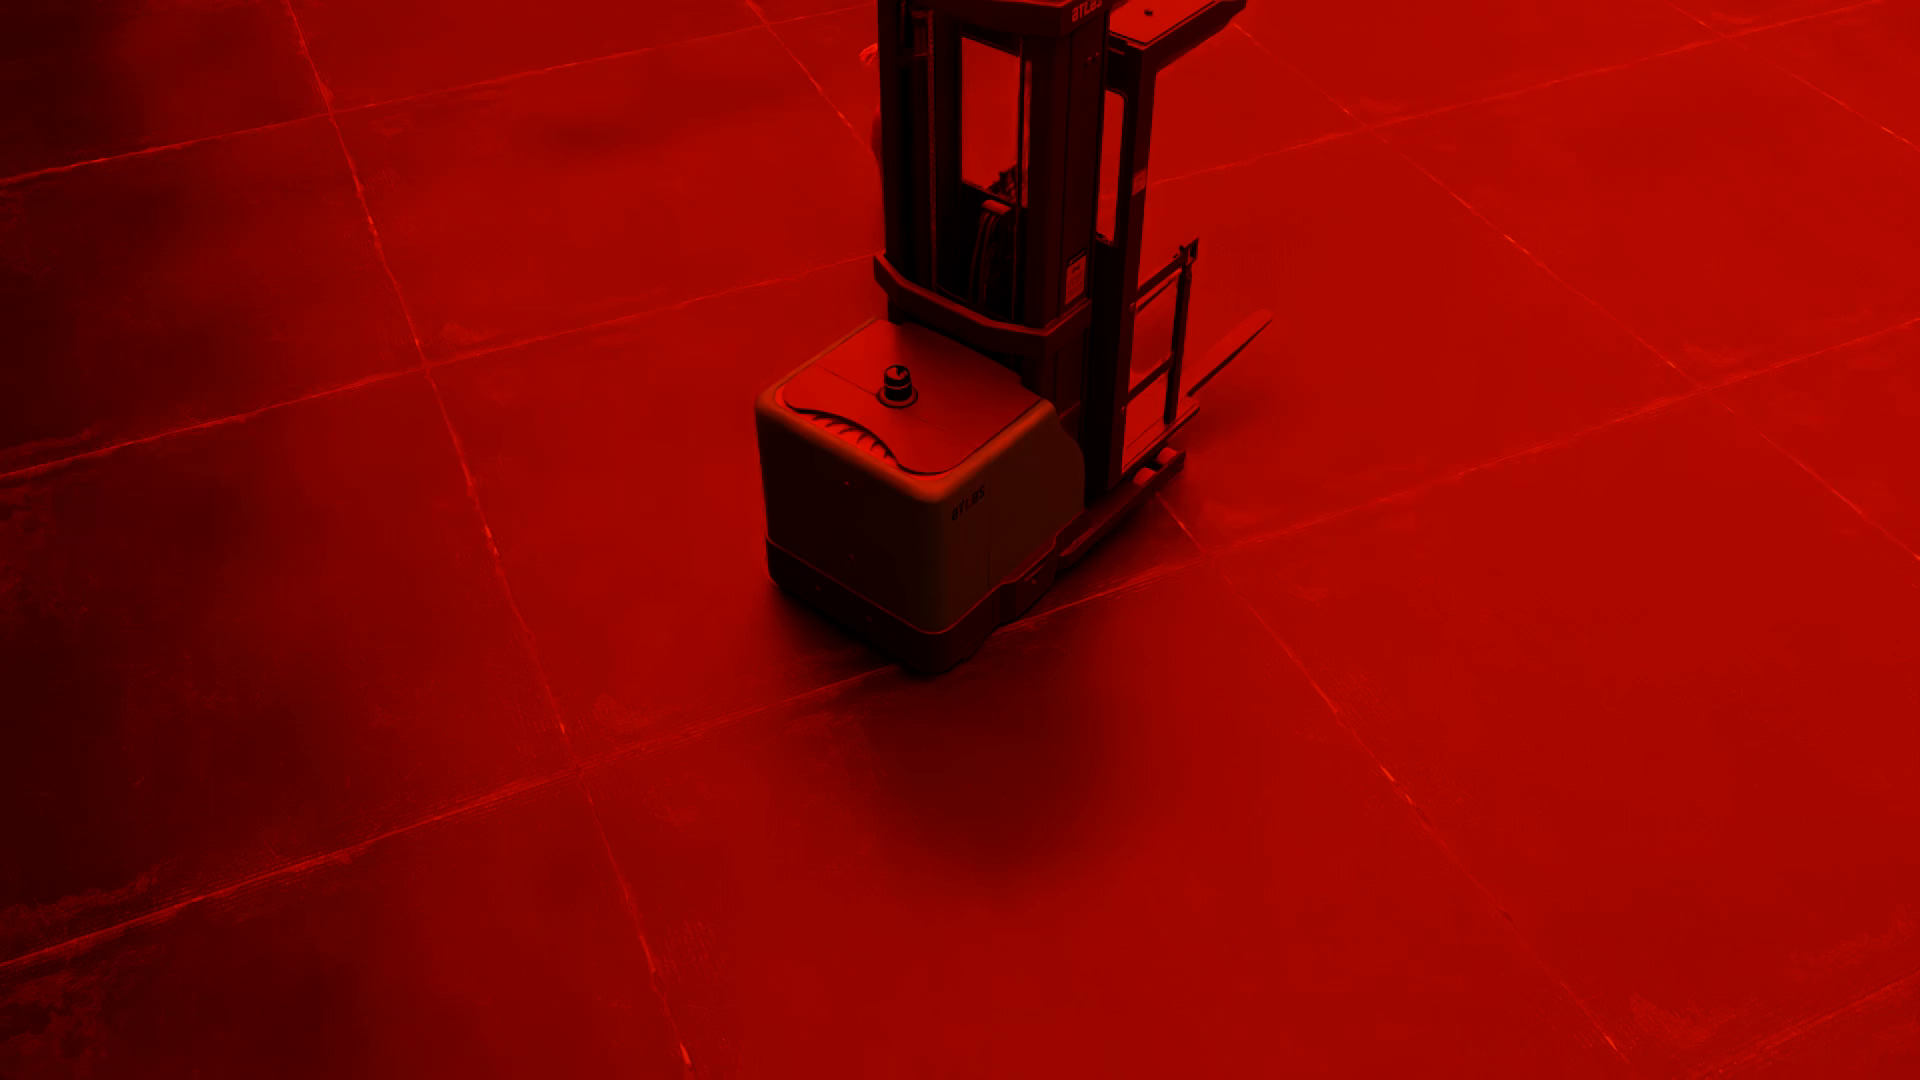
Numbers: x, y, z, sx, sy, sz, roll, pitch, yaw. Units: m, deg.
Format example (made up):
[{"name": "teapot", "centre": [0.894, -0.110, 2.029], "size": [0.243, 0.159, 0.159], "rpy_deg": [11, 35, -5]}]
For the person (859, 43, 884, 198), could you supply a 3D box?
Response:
[{"name": "person", "centre": [-0.287, -2.417, 9.273], "size": [0.471, 1.616, 0.917], "rpy_deg": [-21, 47, -21]}]

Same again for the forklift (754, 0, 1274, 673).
[{"name": "forklift", "centre": [0.446, -1.449, 7.233], "size": [1.130, 2.935, 3.031], "rpy_deg": [29, 50, 27]}]
